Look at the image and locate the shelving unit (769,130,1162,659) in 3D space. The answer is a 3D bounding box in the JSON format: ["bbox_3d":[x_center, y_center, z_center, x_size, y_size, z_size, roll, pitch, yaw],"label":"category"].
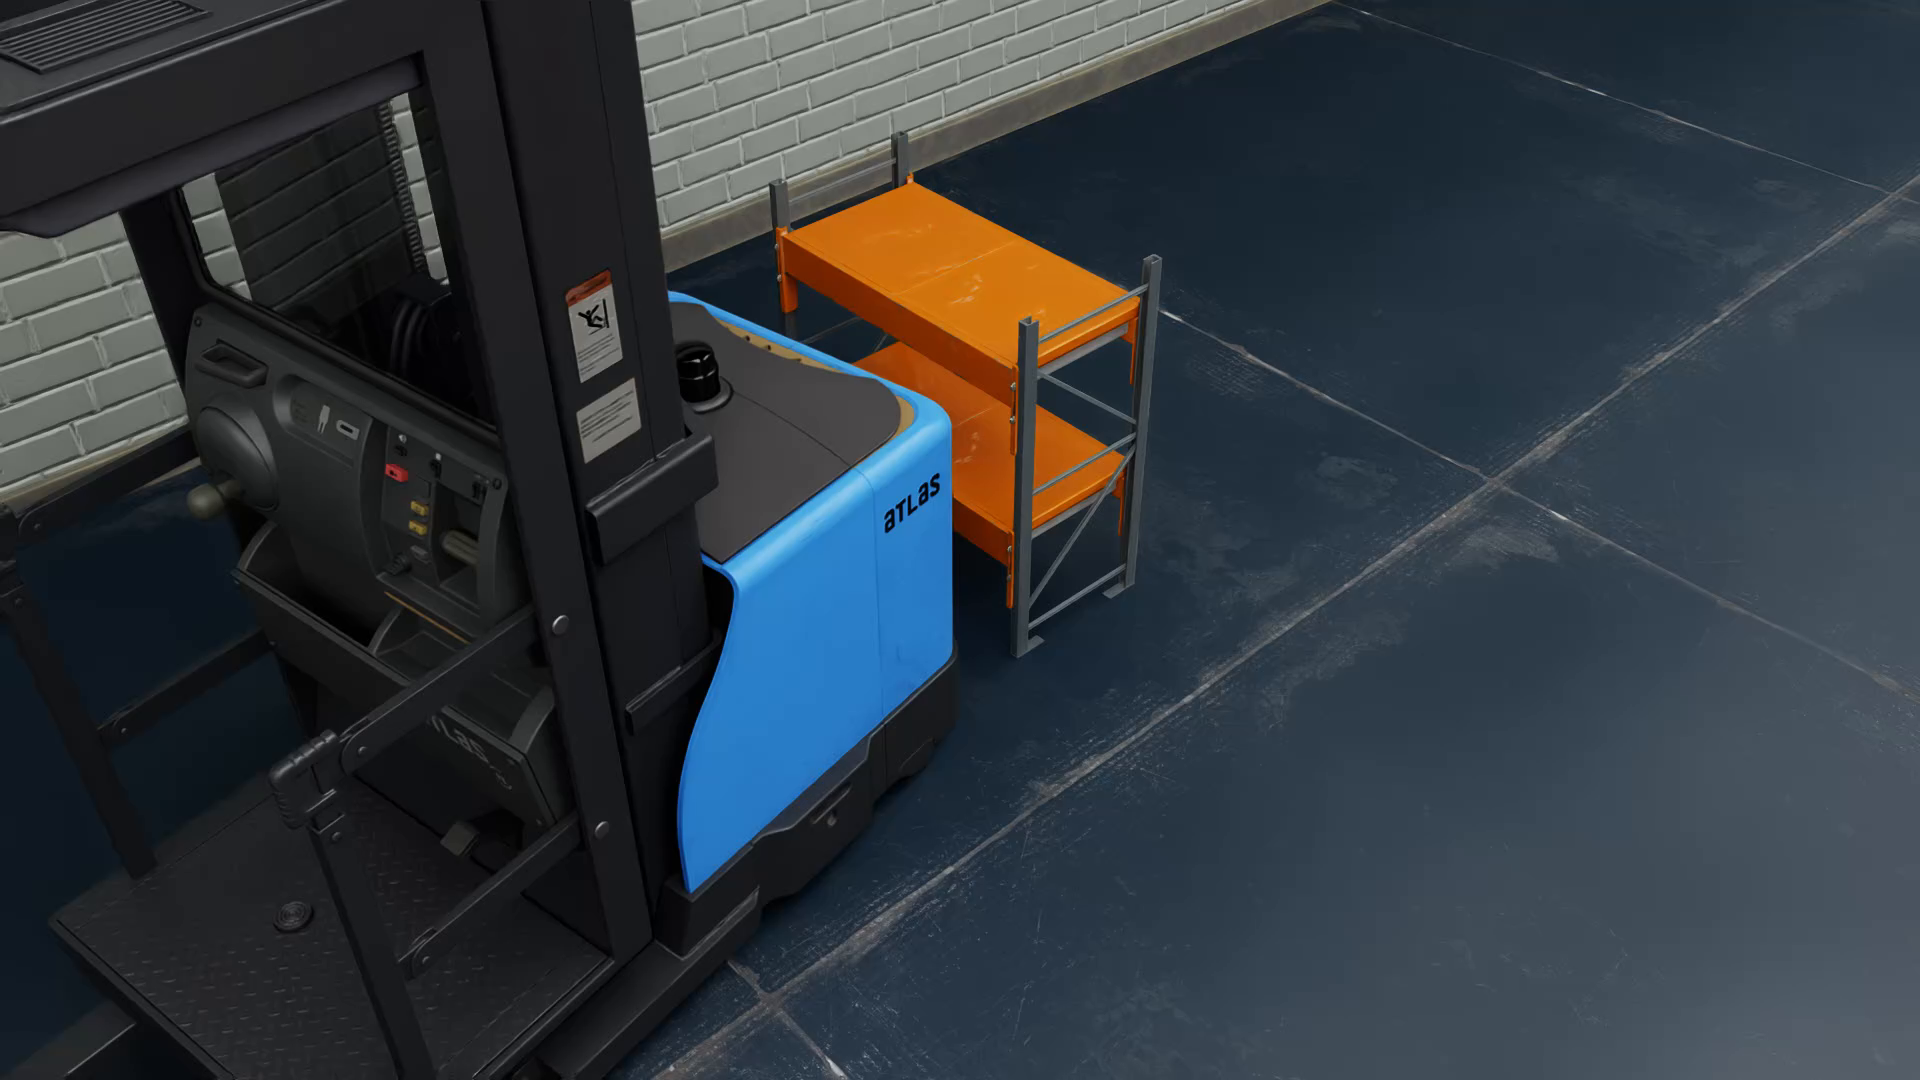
[{"bbox_3d":[-0.005,-0.441,4.900,0.538,1.125,1.048,-30,48,-32],"label":"shelving unit"}]

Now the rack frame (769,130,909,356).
[{"bbox_3d":[-0.348,-0.676,5.192,0.500,1.125,0.032,-30,48,-32],"label":"rack frame"}]

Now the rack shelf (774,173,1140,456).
[{"bbox_3d":[-0.005,-0.668,4.717,0.538,0.278,1.000,-30,48,-32],"label":"rack shelf"}]

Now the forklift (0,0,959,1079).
[{"bbox_3d":[-1.291,-0.062,2.994,1.130,2.935,3.031,25,45,28],"label":"forklift"}]

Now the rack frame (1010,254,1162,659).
[{"bbox_3d":[0.339,-0.205,4.609,0.500,1.125,0.032,-30,48,-32],"label":"rack frame"}]

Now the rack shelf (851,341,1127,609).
[{"bbox_3d":[-0.005,-0.251,5.054,0.538,0.278,1.000,-30,48,-32],"label":"rack shelf"}]
